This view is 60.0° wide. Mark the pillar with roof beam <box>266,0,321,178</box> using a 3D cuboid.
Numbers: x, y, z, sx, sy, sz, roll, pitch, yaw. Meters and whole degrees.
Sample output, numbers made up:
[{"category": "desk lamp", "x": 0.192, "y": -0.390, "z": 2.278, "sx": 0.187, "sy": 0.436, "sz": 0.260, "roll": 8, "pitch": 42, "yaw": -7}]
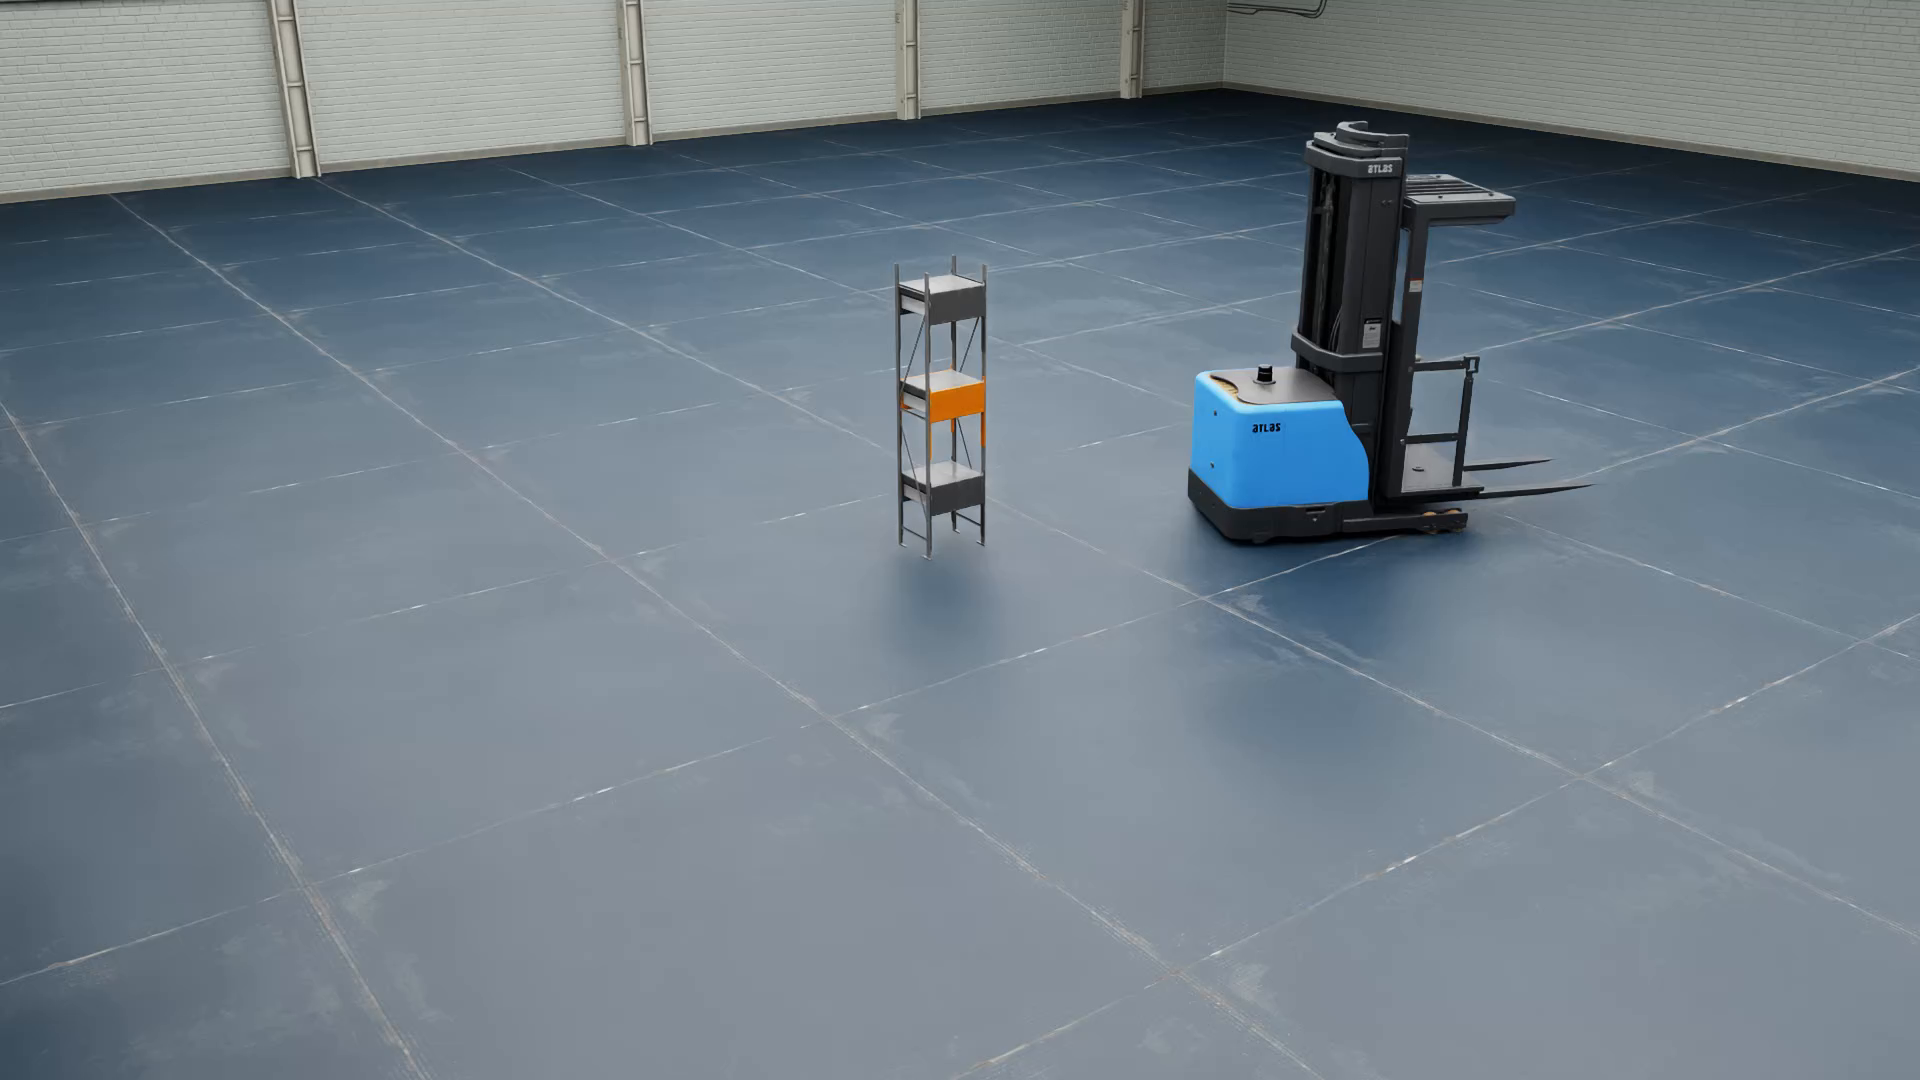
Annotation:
[{"category": "pillar with roof beam", "x": -8.277, "y": -8.896, "z": 22.549, "sx": 0.400, "sy": 9.000, "sz": 9.100, "roll": -15, "pitch": 26, "yaw": -33}]

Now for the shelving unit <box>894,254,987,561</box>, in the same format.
[{"category": "shelving unit", "x": -0.134, "y": -0.939, "z": 11.917, "sx": 0.503, "sy": 2.100, "sz": 0.431, "roll": -15, "pitch": 26, "yaw": -33}]

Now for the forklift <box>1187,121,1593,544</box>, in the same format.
[{"category": "forklift", "x": 3.356, "y": -1.593, "z": 12.433, "sx": 3.031, "sy": 2.935, "sz": 1.130, "roll": -4, "pitch": 22, "yaw": -11}]

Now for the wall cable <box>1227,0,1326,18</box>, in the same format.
[{"category": "wall cable", "x": 6.984, "y": -12.885, "z": 36.735, "sx": 0.112, "sy": 2.526, "sz": 3.097, "roll": -15, "pitch": 26, "yaw": -33}]

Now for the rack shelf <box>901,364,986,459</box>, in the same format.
[{"category": "rack shelf", "x": -0.134, "y": -0.927, "z": 11.922, "sx": 0.480, "sy": 0.518, "sz": 0.431, "roll": -15, "pitch": 26, "yaw": -33}]

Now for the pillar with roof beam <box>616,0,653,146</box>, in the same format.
[{"category": "pillar with roof beam", "x": -3.407, "y": -10.195, "z": 25.804, "sx": 0.400, "sy": 9.000, "sz": 9.100, "roll": -15, "pitch": 26, "yaw": -33}]

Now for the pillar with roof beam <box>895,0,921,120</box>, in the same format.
[{"category": "pillar with roof beam", "x": 1.464, "y": -11.494, "z": 29.058, "sx": 0.400, "sy": 9.000, "sz": 9.100, "roll": -15, "pitch": 26, "yaw": -33}]

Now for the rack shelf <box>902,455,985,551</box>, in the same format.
[{"category": "rack shelf", "x": -0.134, "y": -0.277, "z": 12.182, "sx": 0.480, "sy": 0.518, "sz": 0.431, "roll": -15, "pitch": 26, "yaw": -33}]

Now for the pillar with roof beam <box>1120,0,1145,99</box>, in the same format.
[{"category": "pillar with roof beam", "x": 6.334, "y": -12.792, "z": 32.313, "sx": 0.400, "sy": 9.000, "sz": 9.100, "roll": -15, "pitch": 26, "yaw": -33}]

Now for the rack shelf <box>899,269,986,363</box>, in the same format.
[{"category": "rack shelf", "x": -0.134, "y": -1.577, "z": 11.663, "sx": 0.480, "sy": 0.518, "sz": 0.431, "roll": -15, "pitch": 26, "yaw": -33}]

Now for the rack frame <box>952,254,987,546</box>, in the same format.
[{"category": "rack frame", "x": 0.064, "y": -0.992, "z": 12.050, "sx": 0.015, "sy": 2.100, "sz": 0.400, "roll": -15, "pitch": 26, "yaw": -33}]

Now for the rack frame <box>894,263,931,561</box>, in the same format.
[{"category": "rack frame", "x": -0.332, "y": -0.887, "z": 11.785, "sx": 0.015, "sy": 2.100, "sz": 0.400, "roll": -15, "pitch": 26, "yaw": -33}]
